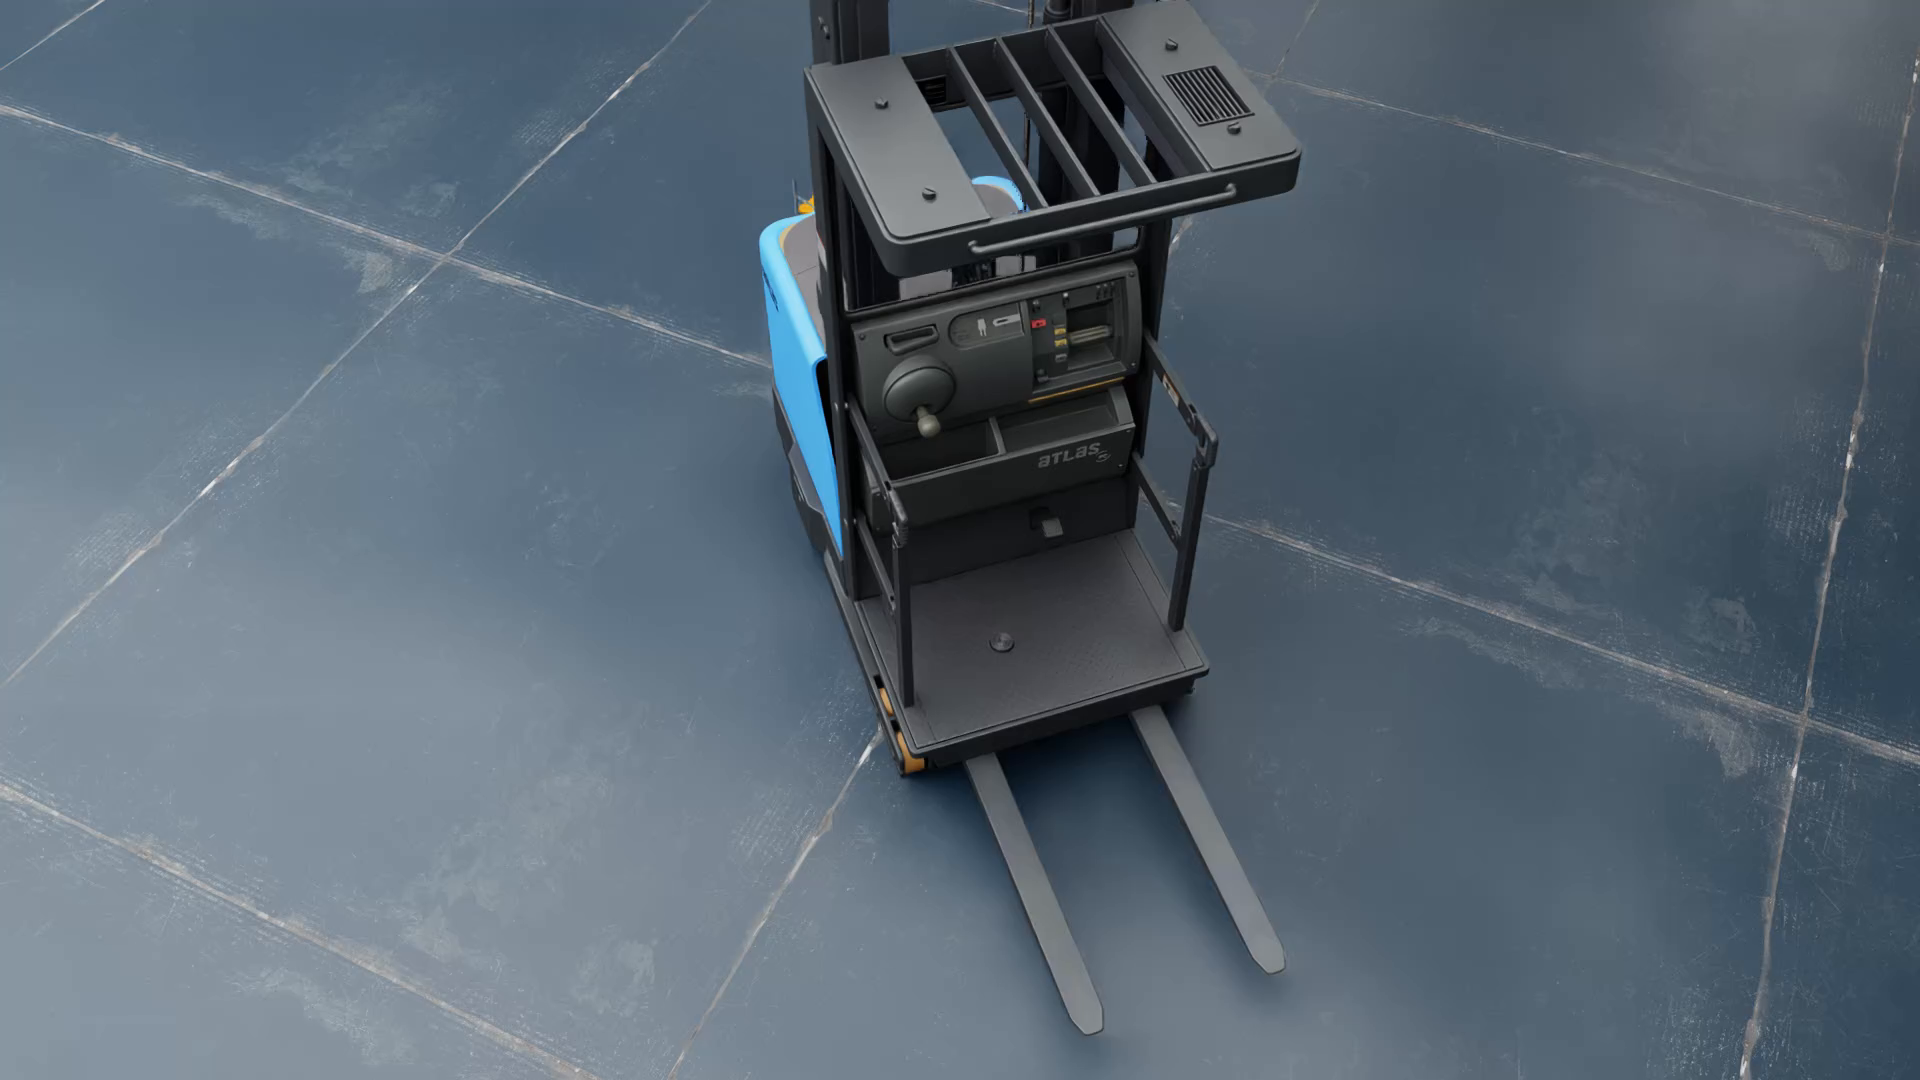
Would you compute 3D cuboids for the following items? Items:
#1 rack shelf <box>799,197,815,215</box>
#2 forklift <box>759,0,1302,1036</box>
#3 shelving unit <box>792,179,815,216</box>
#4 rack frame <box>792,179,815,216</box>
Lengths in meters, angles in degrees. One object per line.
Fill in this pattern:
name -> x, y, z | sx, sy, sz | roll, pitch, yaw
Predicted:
rack shelf -> -0.483, -1.232, 6.564 | 0.215, 0.259, 0.240 | 36, 58, 27
forklift -> 0.200, -0.485, 5.054 | 1.130, 2.935, 3.031 | -15, 51, -12
shelving unit -> -0.482, -1.054, 6.771 | 0.215, 1.050, 0.252 | 36, 58, 27
rack frame -> -0.566, -0.987, 6.714 | 0.200, 1.050, 0.008 | 36, 58, 27
